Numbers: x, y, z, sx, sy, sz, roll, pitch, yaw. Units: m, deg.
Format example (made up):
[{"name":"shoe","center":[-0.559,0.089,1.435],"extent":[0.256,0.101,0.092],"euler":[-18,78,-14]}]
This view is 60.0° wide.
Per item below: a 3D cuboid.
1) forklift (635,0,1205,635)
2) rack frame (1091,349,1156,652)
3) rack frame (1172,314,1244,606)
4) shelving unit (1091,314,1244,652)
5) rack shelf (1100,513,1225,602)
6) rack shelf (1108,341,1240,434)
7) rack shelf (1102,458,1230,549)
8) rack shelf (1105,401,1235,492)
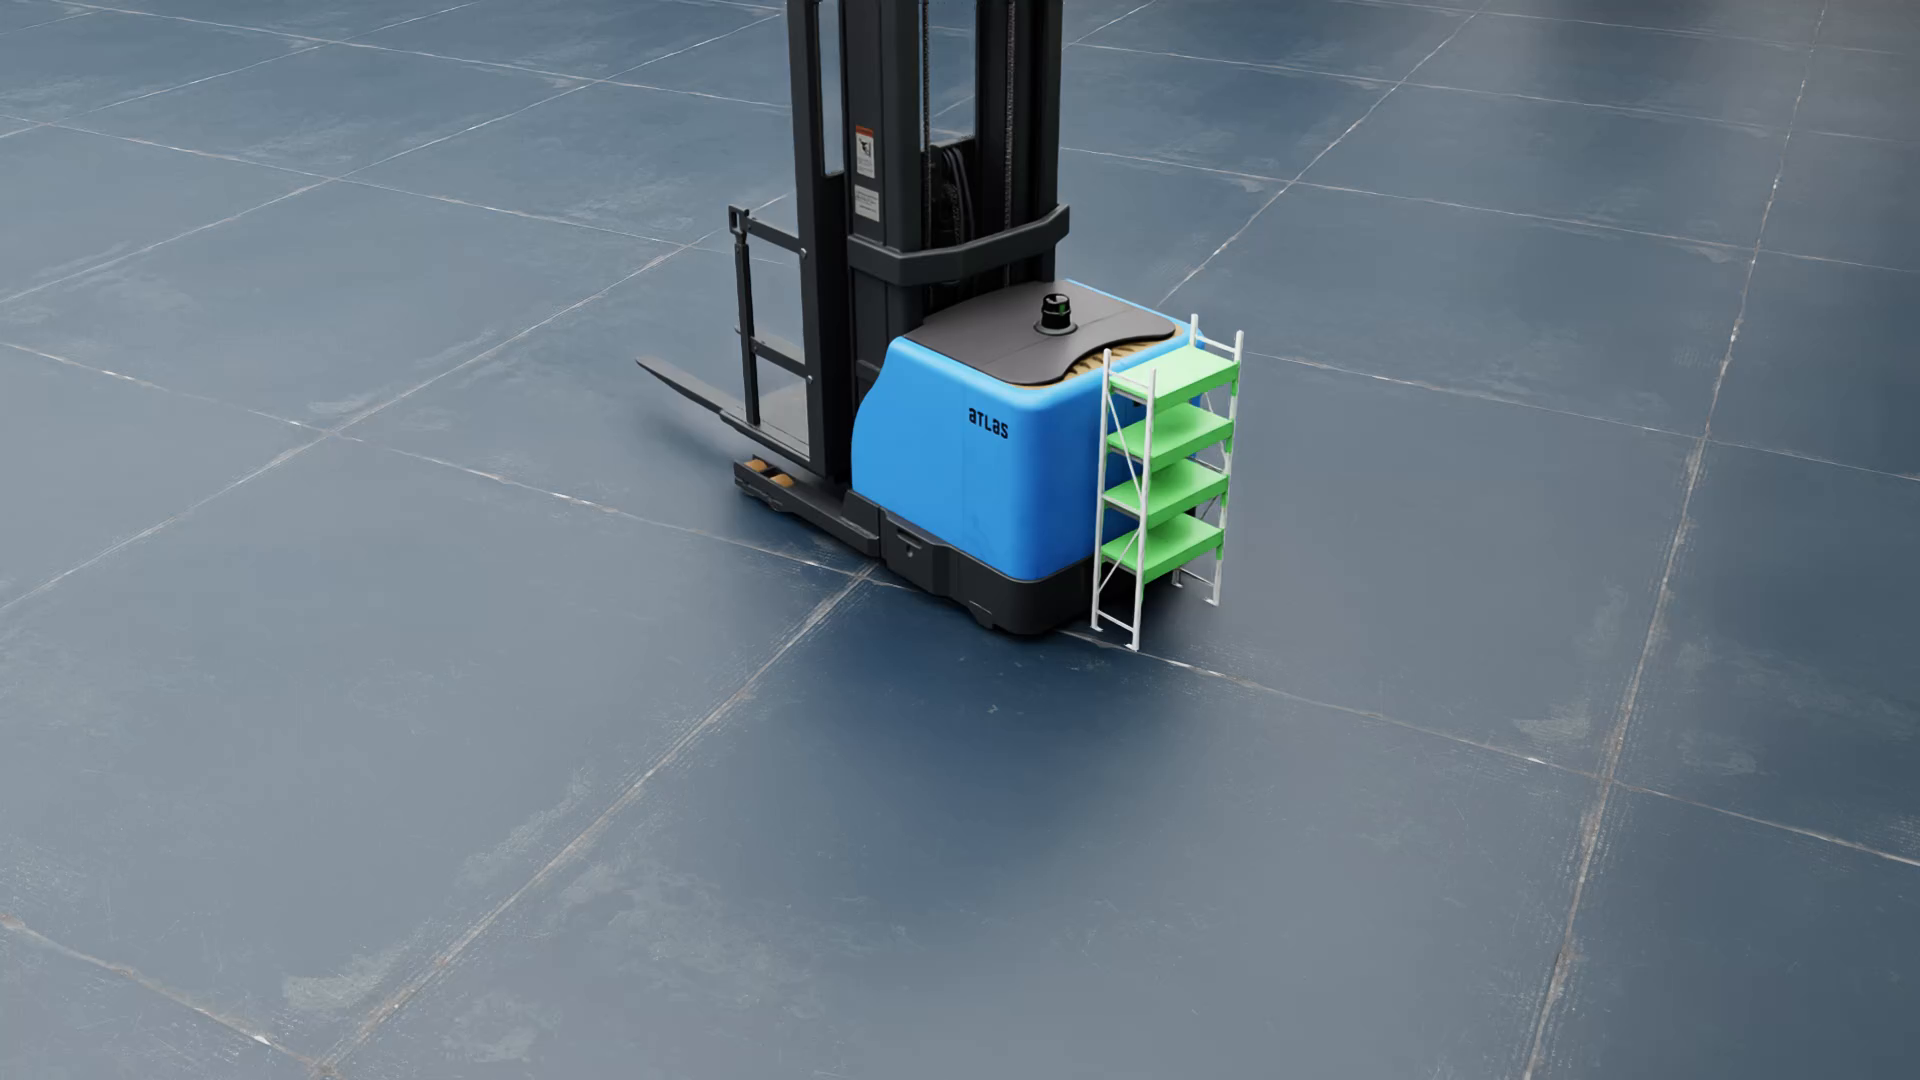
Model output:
[{"name":"forklift","center":[-0.379,-1.551,7.007],"extent":[1.130,2.935,3.031],"euler":[-24,38,-36]},{"name":"rack frame","center":[0.611,-0.130,6.272],"extent":[0.015,1.200,0.240],"euler":[-25,38,-36]},{"name":"rack frame","center":[0.969,-0.295,6.559],"extent":[0.015,1.200,0.240],"euler":[-25,38,-36]},{"name":"shelving unit","center":[0.790,-0.213,6.416],"extent":[0.503,1.200,0.258],"euler":[-25,38,-36]},{"name":"rack shelf","center":[0.790,0.051,6.567],"extent":[0.480,0.148,0.258],"euler":[-25,38,-36]},{"name":"rack shelf","center":[0.790,-0.574,6.208],"extent":[0.480,0.148,0.258],"euler":[-25,38,-36]},{"name":"rack shelf","center":[0.790,-0.157,6.447],"extent":[0.480,0.148,0.258],"euler":[-25,38,-36]},{"name":"rack shelf","center":[0.790,-0.365,6.328],"extent":[0.480,0.148,0.258],"euler":[-25,38,-36]}]
